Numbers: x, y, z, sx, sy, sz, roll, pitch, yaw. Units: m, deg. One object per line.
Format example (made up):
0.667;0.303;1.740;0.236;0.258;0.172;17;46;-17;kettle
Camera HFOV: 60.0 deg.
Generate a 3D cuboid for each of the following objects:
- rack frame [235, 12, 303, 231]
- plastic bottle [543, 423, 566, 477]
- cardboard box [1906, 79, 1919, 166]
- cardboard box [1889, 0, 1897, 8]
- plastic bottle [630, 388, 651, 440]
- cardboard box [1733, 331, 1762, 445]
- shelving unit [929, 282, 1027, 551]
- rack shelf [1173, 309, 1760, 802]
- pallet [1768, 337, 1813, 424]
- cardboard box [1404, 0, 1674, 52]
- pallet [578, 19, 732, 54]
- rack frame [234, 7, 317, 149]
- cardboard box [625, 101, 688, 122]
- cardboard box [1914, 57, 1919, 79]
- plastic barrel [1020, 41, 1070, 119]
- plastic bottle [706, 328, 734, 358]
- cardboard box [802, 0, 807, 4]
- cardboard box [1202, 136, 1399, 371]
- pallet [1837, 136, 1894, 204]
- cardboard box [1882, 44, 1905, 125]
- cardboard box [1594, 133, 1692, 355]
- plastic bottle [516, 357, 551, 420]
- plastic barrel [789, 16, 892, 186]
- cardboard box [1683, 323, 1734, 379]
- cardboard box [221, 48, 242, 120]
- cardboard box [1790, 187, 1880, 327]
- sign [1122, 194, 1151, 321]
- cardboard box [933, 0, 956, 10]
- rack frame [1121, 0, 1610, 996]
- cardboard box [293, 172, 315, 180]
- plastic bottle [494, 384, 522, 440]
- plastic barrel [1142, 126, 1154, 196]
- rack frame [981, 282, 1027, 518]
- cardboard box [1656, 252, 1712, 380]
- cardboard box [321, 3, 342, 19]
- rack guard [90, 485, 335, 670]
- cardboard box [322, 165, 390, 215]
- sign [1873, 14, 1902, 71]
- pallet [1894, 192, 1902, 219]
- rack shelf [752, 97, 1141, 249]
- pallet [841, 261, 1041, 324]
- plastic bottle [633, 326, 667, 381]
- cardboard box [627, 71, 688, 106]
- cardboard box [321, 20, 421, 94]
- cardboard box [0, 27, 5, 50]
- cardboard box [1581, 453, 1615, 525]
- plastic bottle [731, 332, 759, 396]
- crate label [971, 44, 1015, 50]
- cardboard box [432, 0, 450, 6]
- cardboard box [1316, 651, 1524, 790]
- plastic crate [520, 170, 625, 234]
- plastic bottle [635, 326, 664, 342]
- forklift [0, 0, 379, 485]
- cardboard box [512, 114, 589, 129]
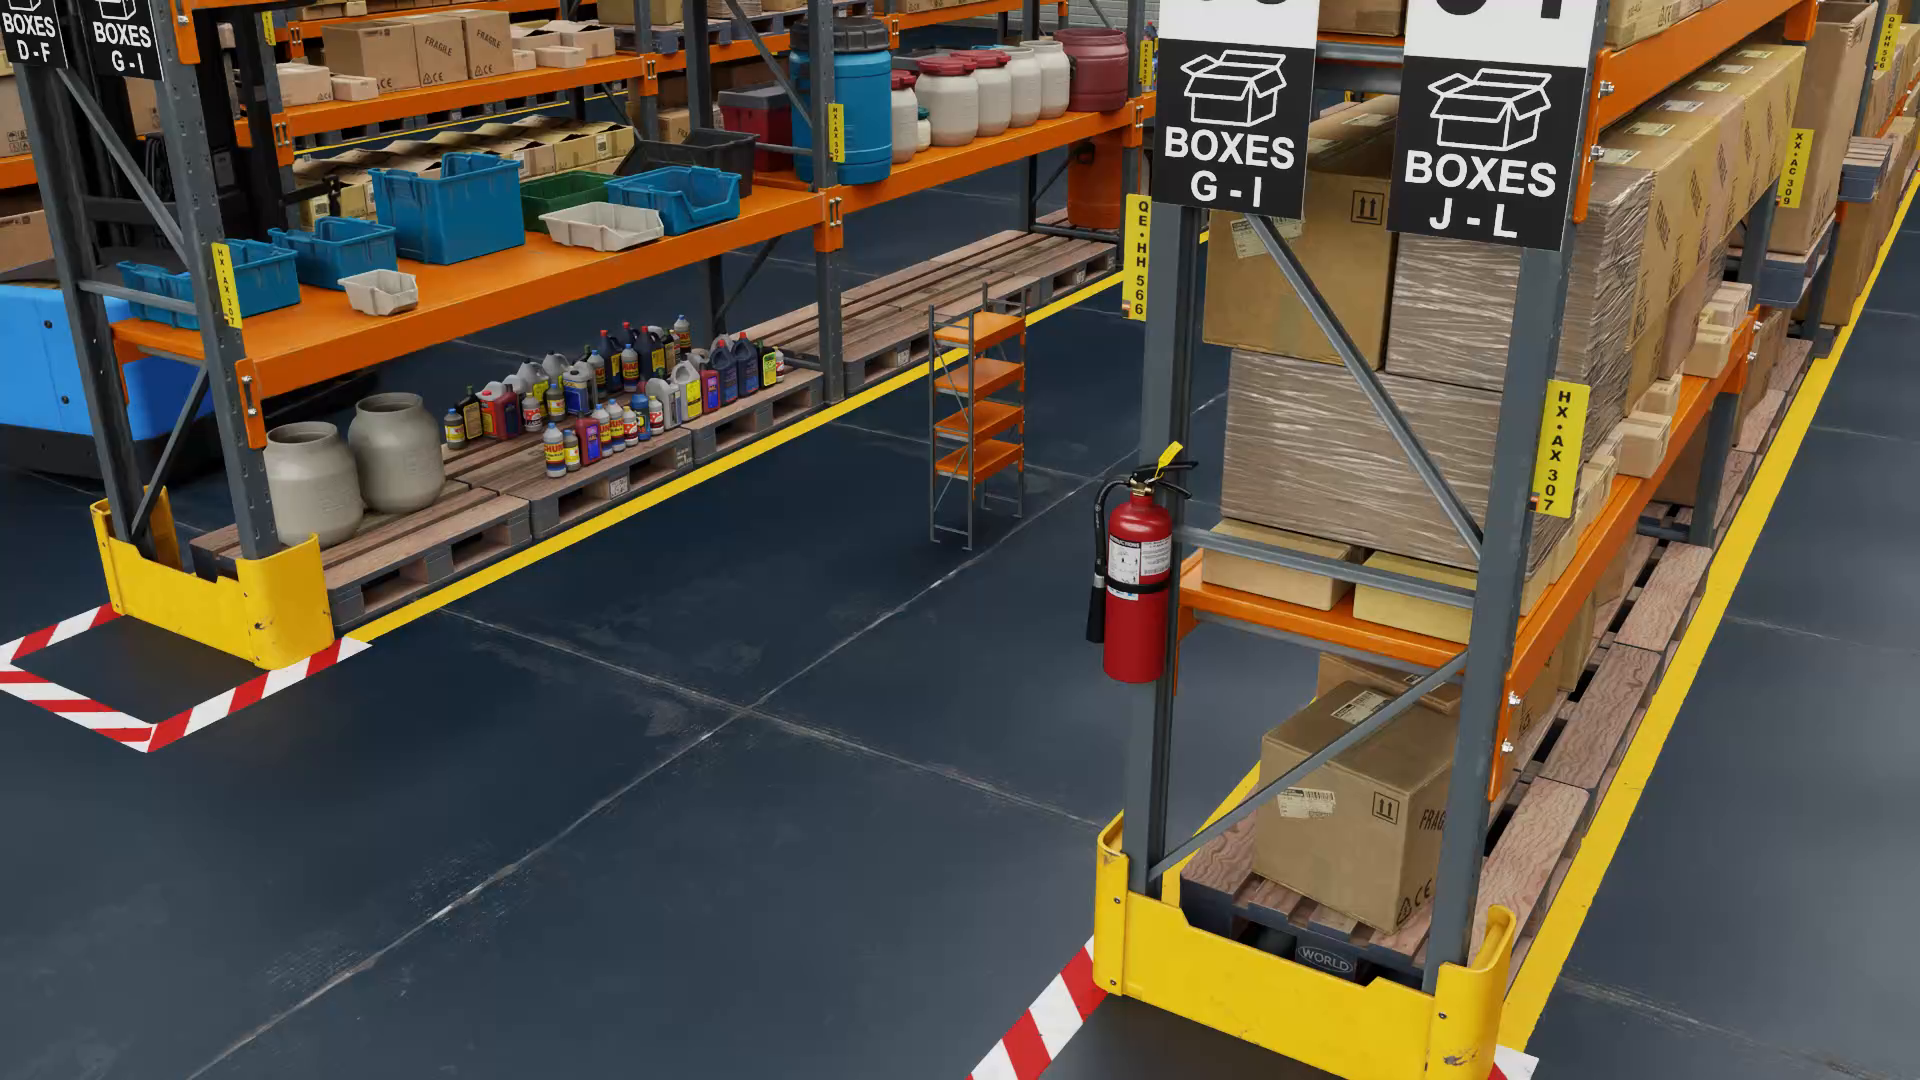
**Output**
-5.373;-3.355;12.223;1.000;3.000;0.127;14;27;29;rack frame
-2.056;-0.462;8.421;0.097;0.271;0.097;0;23;0;plastic bottle
8.621;-4.005;15.872;0.875;0.875;0.875;14;27;29;cardboard box
6.245;-3.824;11.919;0.797;0.503;0.637;15;27;31;cardboard box
-1.715;-0.680;8.925;0.097;0.271;0.097;0;23;0;plastic bottle
3.945;-0.881;9.102;0.700;0.500;0.500;11;26;24;cardboard box
0.087;-0.606;8.141;0.258;1.200;0.503;14;27;29;shelving unit
1.986;-0.272;6.009;1.077;0.370;4.000;14;27;29;rack shelf
4.737;-1.084;10.489;1.003;0.211;1.213;14;27;29;pallet
1.405;-1.344;3.991;0.500;0.250;0.500;15;27;30;cardboard box
-2.965;-4.860;15.943;1.213;0.211;1.003;14;27;29;pallet
-7.474;-5.742;17.737;1.000;3.000;0.127;14;27;29;rack frame
-2.969;-4.124;16.594;0.500;0.500;0.500;15;28;31;cardboard box
7.838;-3.981;13.986;0.380;0.149;0.250;13;27;27;cardboard box
0.582;-3.325;12.014;0.421;0.512;0.421;0;23;0;plastic barrel
-1.384;-1.054;9.690;0.144;0.351;0.185;14;27;29;plastic bottle
-1.902;-5.935;17.529;0.700;0.500;0.500;19;30;37;cardboard box
1.011;-0.806;4.577;0.500;0.500;0.500;14;27;29;cardboard box
4.866;-2.277;9.975;1.213;0.211;1.003;14;27;29;pallet
6.441;-3.297;11.964;0.500;0.500;0.500;14;27;29;cardboard box
1.722;-0.864;4.712;0.500;0.500;0.500;14;27;29;cardboard box
-2.367;-0.846;9.210;0.144;0.351;0.185;15;28;31;plastic bottle
-0.706;-2.612;9.878;0.600;0.901;0.708;14;27;29;plastic barrel
2.817;-0.766;6.560;0.380;0.149;0.250;14;27;29;cardboard box
-5.602;-3.249;11.855;0.700;0.500;0.500;13;27;28;cardboard box
5.533;-2.074;11.410;1.225;0.875;0.875;12;26;27;cardboard box
0.470;-0.727;4.298;0.100;0.325;0.005;14;27;29;sign
-0.385;-6.389;19.107;0.500;0.500;0.500;14;27;30;cardboard box
0.931;0.073;4.307;1.000;3.000;0.127;14;27;29;rack frame
-5.403;-2.740;13.029;0.500;0.311;0.500;14;27;29;cardboard box
-2.434;-0.690;8.933;0.061;0.283;0.133;14;27;29;plastic bottle
1.782;-3.301;14.607;0.600;0.588;0.708;14;27;29;plastic barrel
0.216;-0.689;8.331;0.240;1.200;0.015;14;27;29;rack frame
2.279;-0.970;6.214;0.875;0.500;0.500;14;27;29;cardboard box
-6.963;-5.781;18.120;0.380;0.149;0.250;14;27;30;cardboard box
-3.277;0.146;7.283;1.175;0.500;0.348;14;27;29;rack guard
-4.675;-2.798;13.164;0.500;0.311;0.500;14;27;28;cardboard box
5.617;-3.012;10.074;0.100;0.325;0.005;14;27;29;sign
7.728;-2.938;14.771;1.003;0.211;1.213;14;27;29;pallet
-0.112;-2.660;11.525;1.077;0.370;4.000;14;27;29;rack shelf
-0.143;-1.722;11.963;1.003;0.211;1.213;14;27;29;pallet
-1.823;-1.086;9.763;0.144;0.351;0.185;14;27;29;plastic bottle
-2.943;-4.488;16.491;0.500;0.250;0.500;15;28;31;cardboard box
-4.676;-3.834;13.205;0.500;0.500;0.500;16;28;33;cardboard box
-6.396;-3.337;10.423;0.700;0.500;0.500;14;27;29;cardboard box
1.829;-0.192;5.233;0.380;0.149;0.250;14;27;29;cardboard box
-1.262;-1.024;9.620;0.144;0.351;0.185;13;27;28;plastic bottle
0.189;-3.403;12.291;0.502;0.435;0.616;14;27;29;crate label
-6.159;-6.305;19.330;0.380;0.149;0.250;15;27;31;cardboard box
1.561;0.611;5.681;0.500;0.500;0.500;-20;31;-39;cardboard box
-2.123;-1.819;8.943;0.450;0.188;0.662;14;27;29;plastic crate
-1.855;-1.137;9.975;0.152;0.276;0.135;15;28;31;plastic bottle
-4.250;-2.194;9.630;1.130;2.935;3.031;8;25;17;forklift
-3.789;-3.778;15.427;0.500;0.311;0.500;15;28;31;cardboard box
